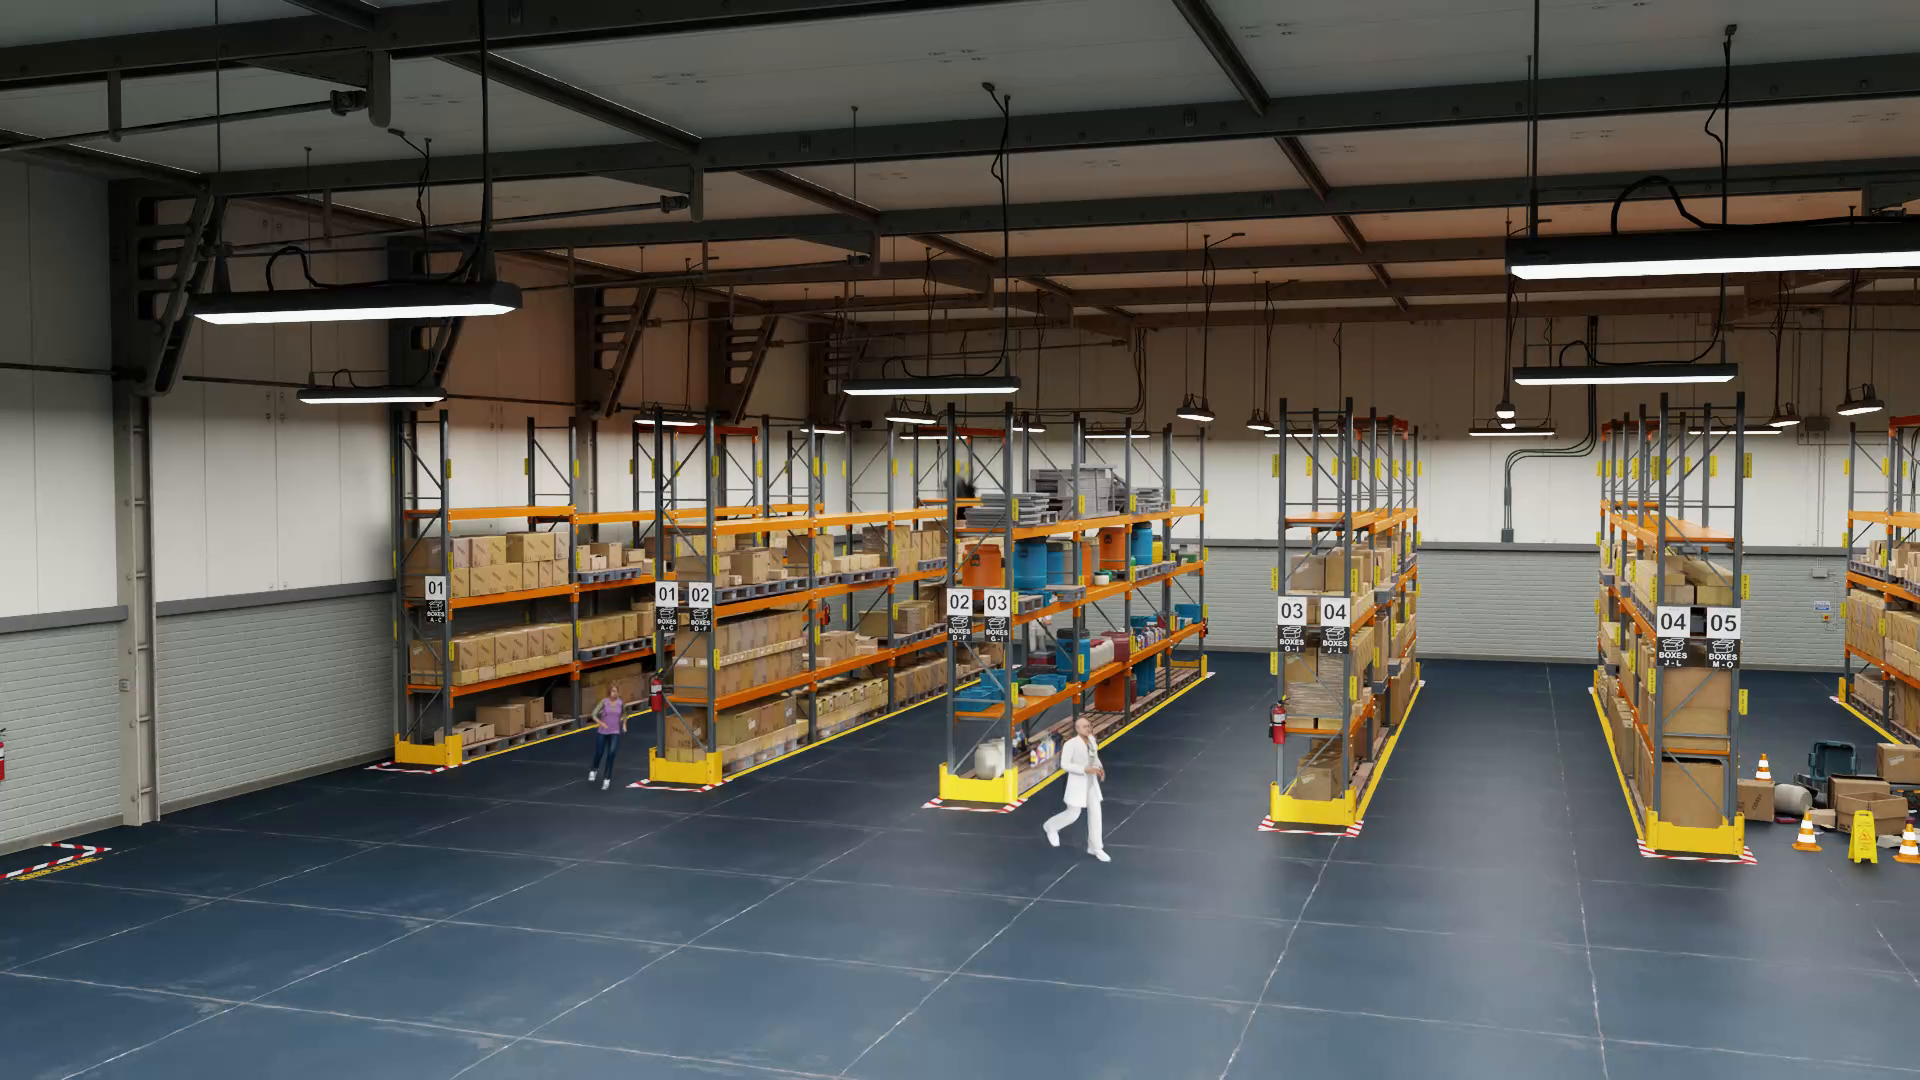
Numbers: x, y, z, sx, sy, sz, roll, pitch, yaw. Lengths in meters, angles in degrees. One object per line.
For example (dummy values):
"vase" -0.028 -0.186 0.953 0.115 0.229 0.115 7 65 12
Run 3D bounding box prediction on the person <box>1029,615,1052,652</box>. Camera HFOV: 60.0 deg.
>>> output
"person" 1.797 2.210 38.700 0.679 1.823 0.917 0 2 6

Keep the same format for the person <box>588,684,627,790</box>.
"person" -5.538 3.077 26.285 0.611 1.593 0.817 -1 3 -19

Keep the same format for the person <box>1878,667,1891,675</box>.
"person" 20.422 2.576 36.688 0.744 1.699 0.562 -1 3 -26

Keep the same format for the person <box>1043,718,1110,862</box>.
"person" 1.545 3.190 21.519 0.717 1.795 1.049 -2 3 -38
